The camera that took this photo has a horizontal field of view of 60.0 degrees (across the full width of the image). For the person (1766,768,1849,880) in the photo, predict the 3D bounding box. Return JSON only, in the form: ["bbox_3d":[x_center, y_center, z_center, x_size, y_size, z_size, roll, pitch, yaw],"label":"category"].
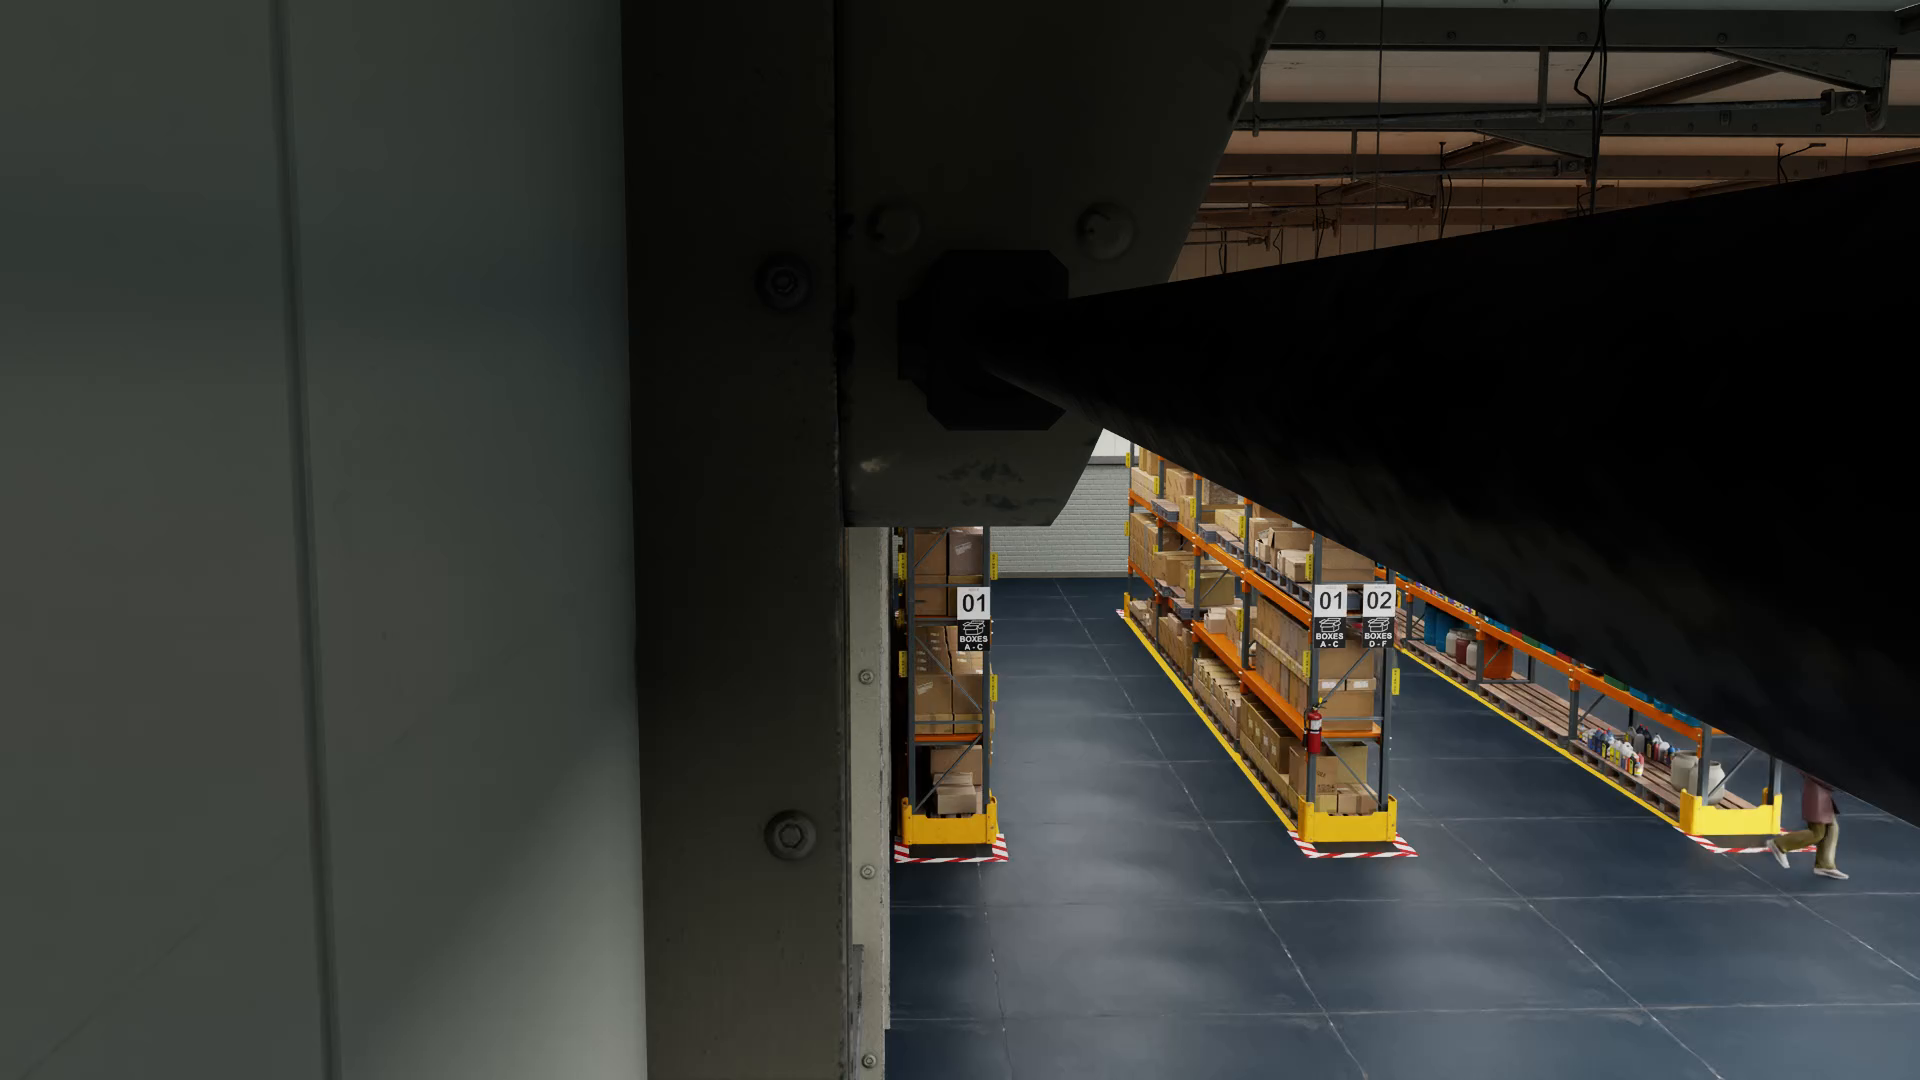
[{"bbox_3d":[9.867,3.010,19.291,0.880,1.768,0.724,3,8,24],"label":"person"}]

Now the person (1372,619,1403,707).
[{"bbox_3d":[7.137,1.906,28.023,0.676,1.692,0.860,-1,7,-11],"label":"person"}]
